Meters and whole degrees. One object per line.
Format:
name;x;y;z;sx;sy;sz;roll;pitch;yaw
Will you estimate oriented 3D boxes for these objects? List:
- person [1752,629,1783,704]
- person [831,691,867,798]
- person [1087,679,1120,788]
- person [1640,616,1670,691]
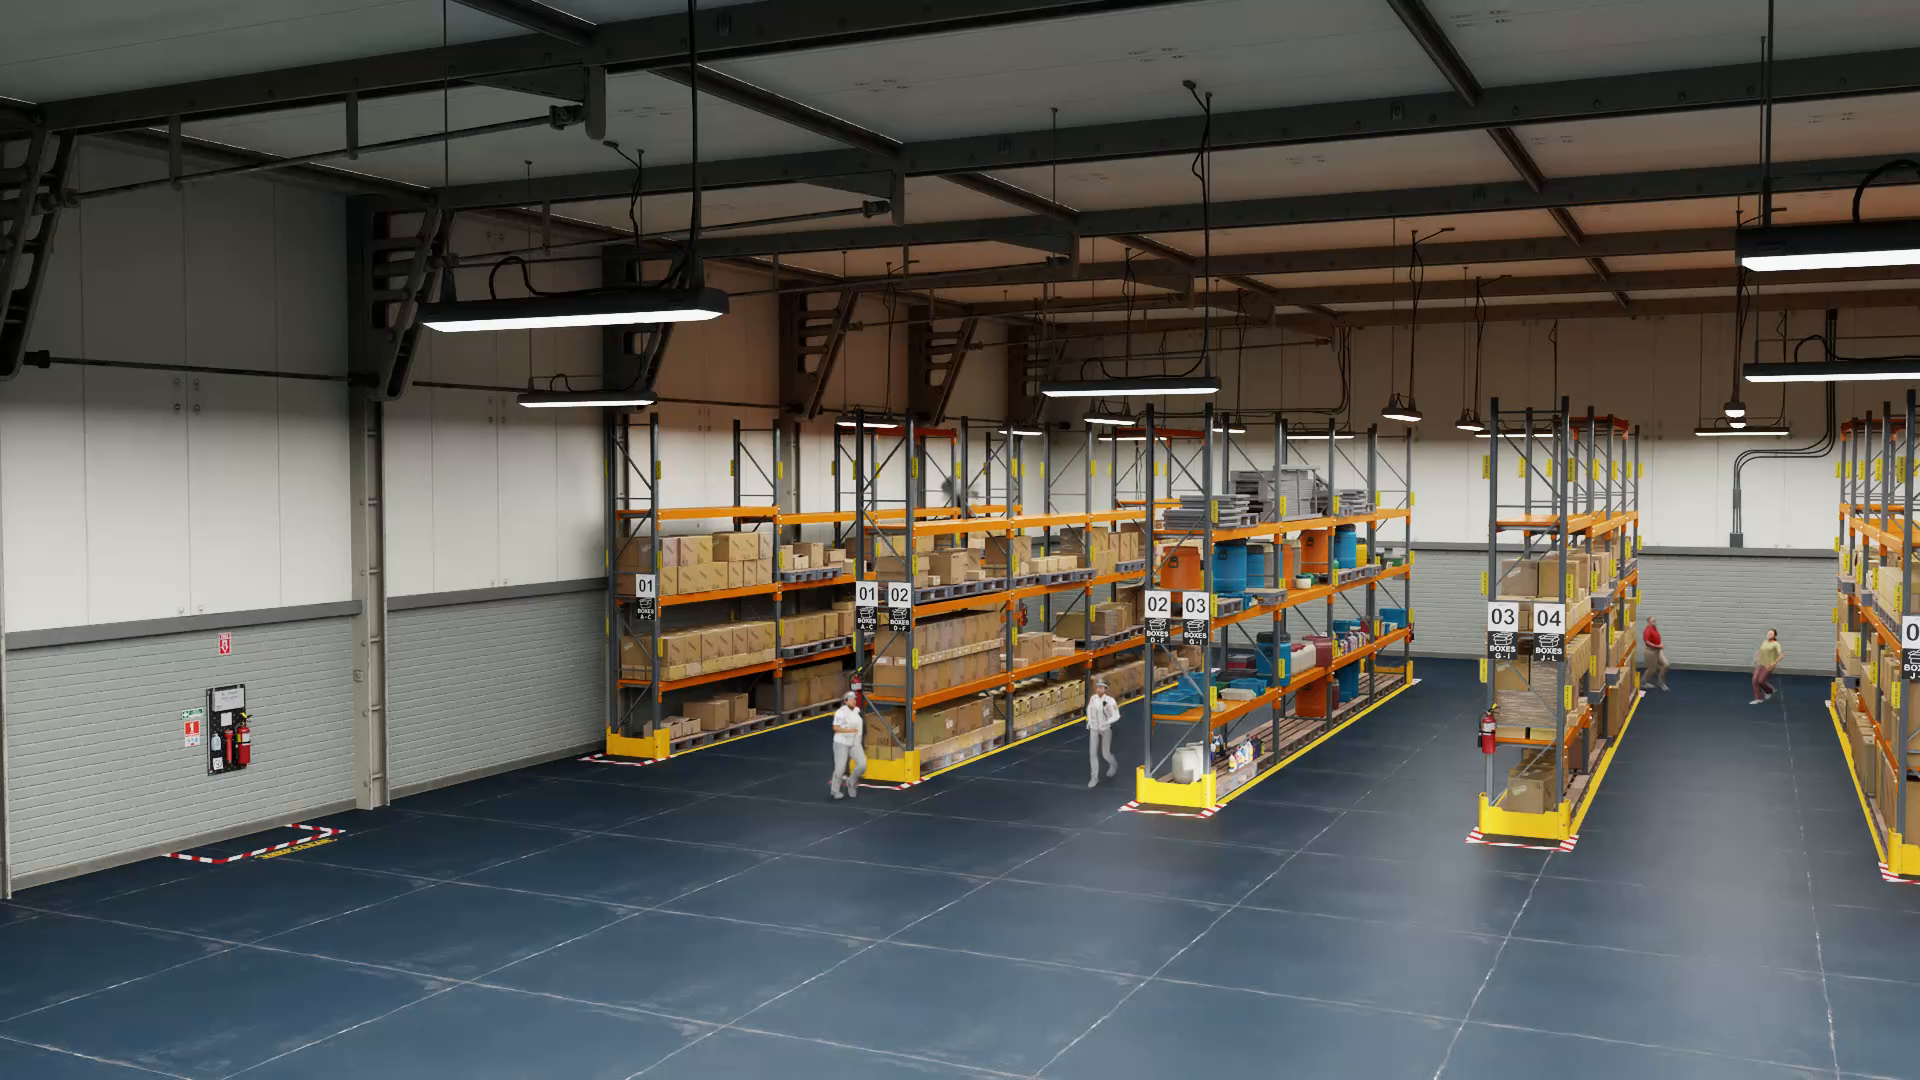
person;17.272;2.705;35.603;0.563;1.630;0.634;-1;3;-22
person;-1.651;3.121;25.306;0.633;1.643;0.659;-2;3;-35
person;2.268;3.047;26.508;0.628;1.700;0.884;1;3;27
person;15.694;2.587;37.715;0.646;1.728;0.667;-2;3;-42
